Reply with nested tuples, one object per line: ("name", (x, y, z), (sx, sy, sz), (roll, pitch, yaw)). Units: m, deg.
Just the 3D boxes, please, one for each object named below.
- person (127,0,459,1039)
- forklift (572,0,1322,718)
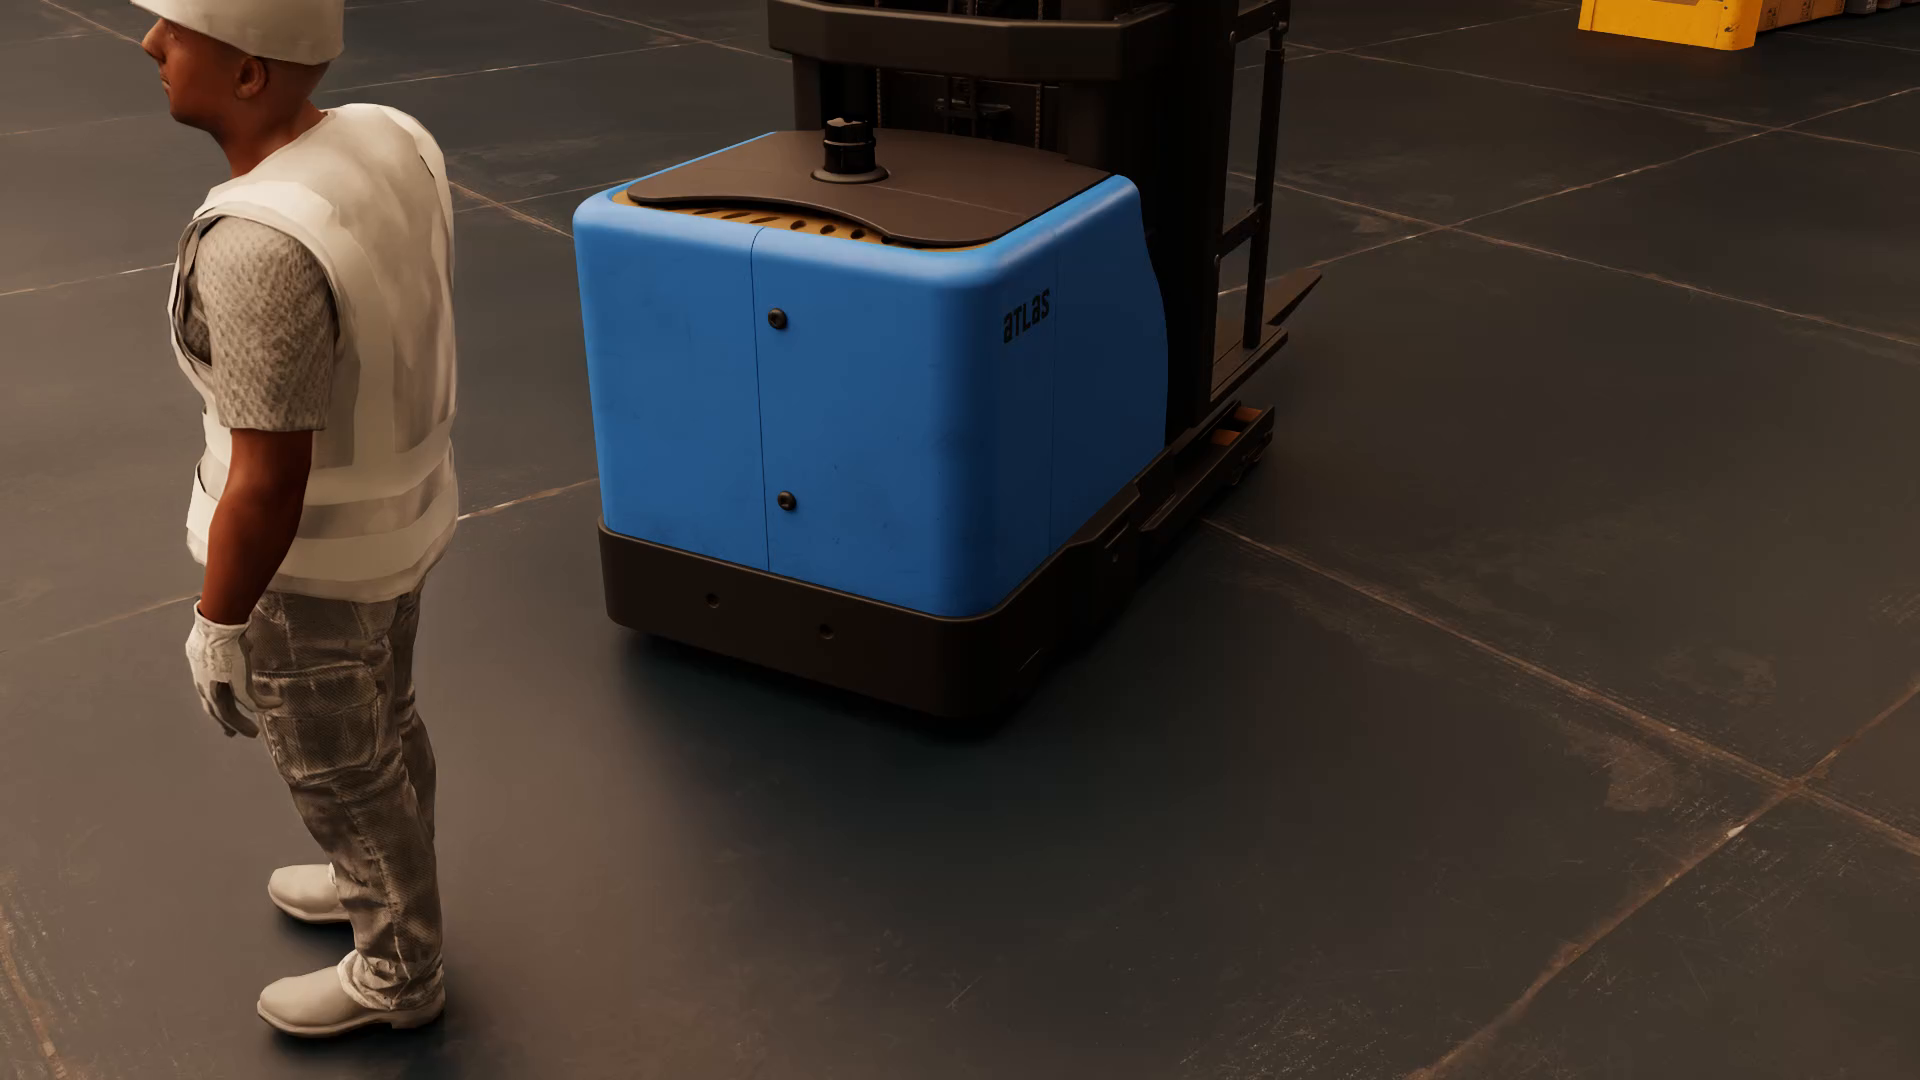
("person", (-1.014, -0.003, 2.484), (0.577, 1.782, 0.656), (1, 26, 2))
("forklift", (0.285, -1.552, 4.331), (1.130, 2.935, 3.031), (13, 29, 25))
